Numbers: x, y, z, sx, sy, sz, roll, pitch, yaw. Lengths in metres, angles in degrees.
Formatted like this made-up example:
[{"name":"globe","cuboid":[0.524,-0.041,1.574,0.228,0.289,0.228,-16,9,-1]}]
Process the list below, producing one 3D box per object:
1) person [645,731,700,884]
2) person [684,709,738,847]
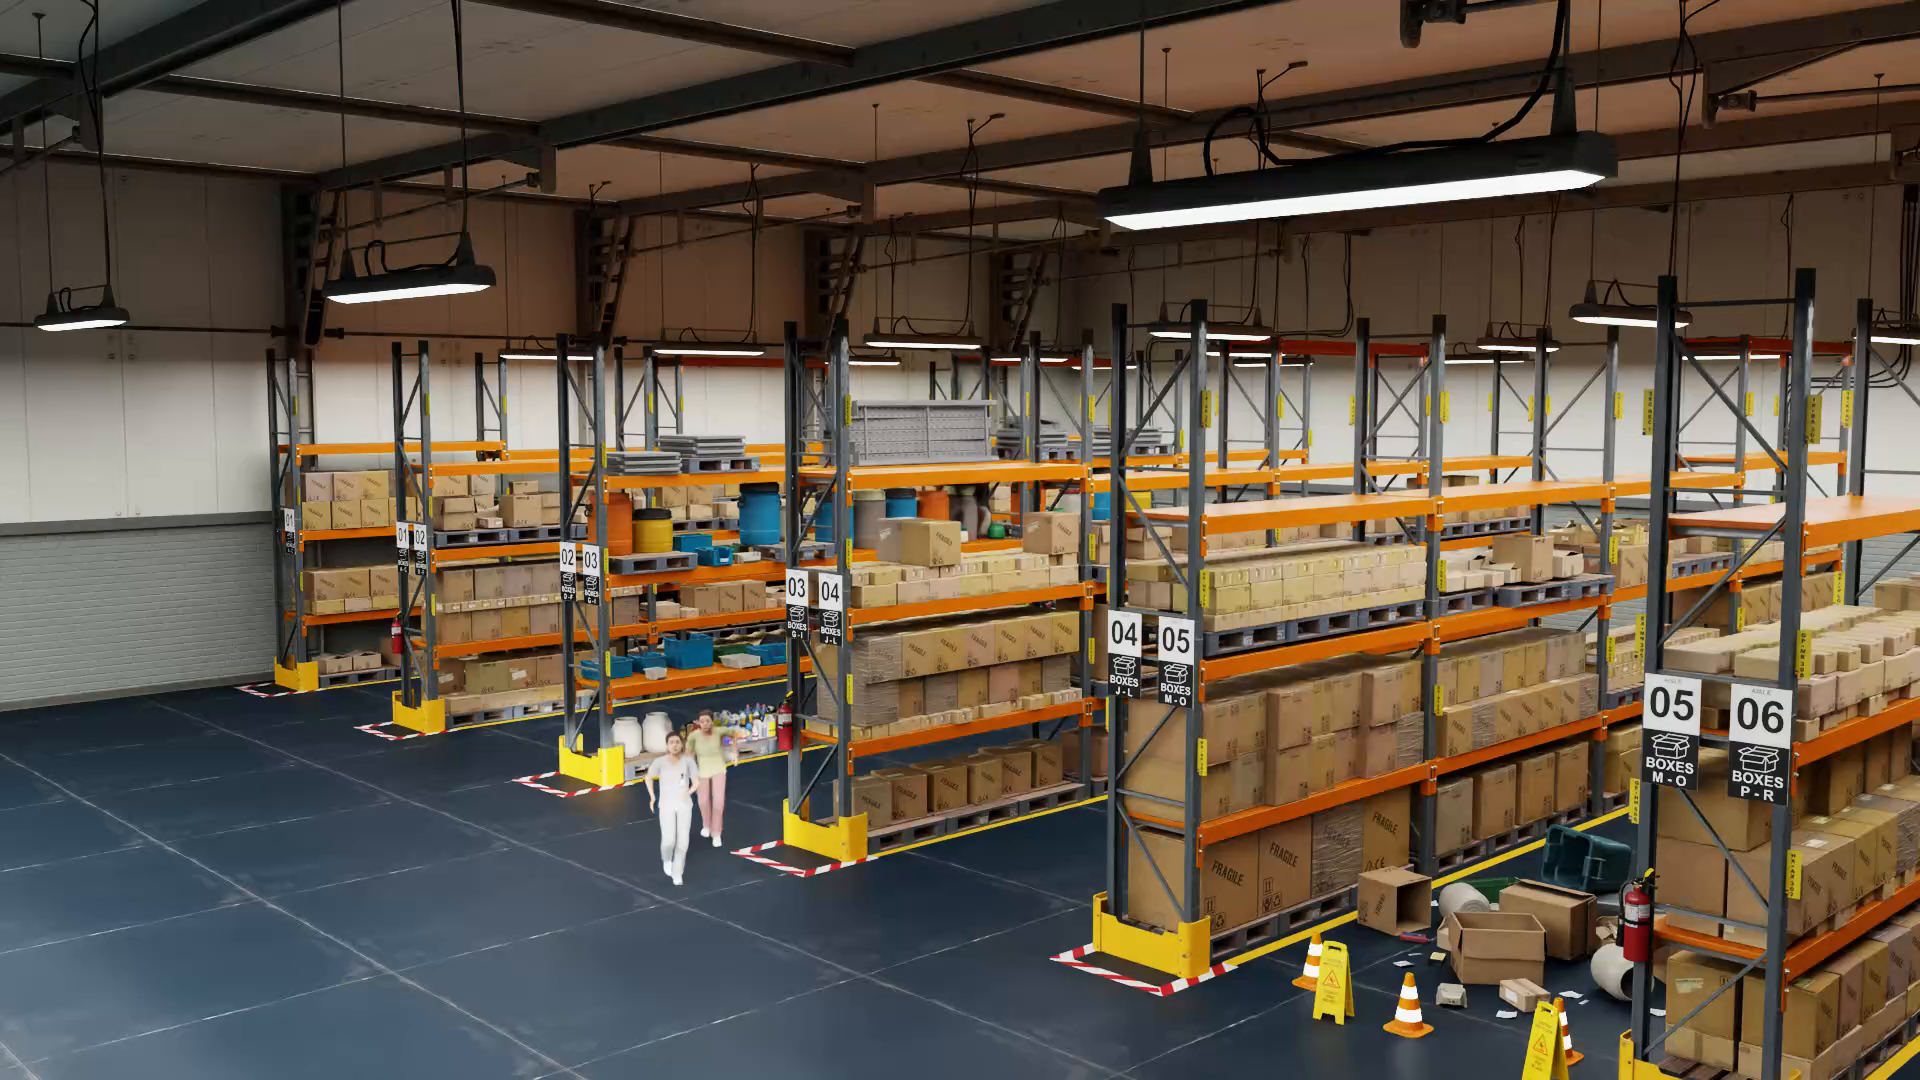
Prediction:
[{"name":"person","cuboid":[-3.013,2.836,17.521,0.561,1.630,0.558,-1,5,-14]},{"name":"person","cuboid":[-2.878,2.702,19.212,0.562,1.587,0.927,1,5,7]}]
